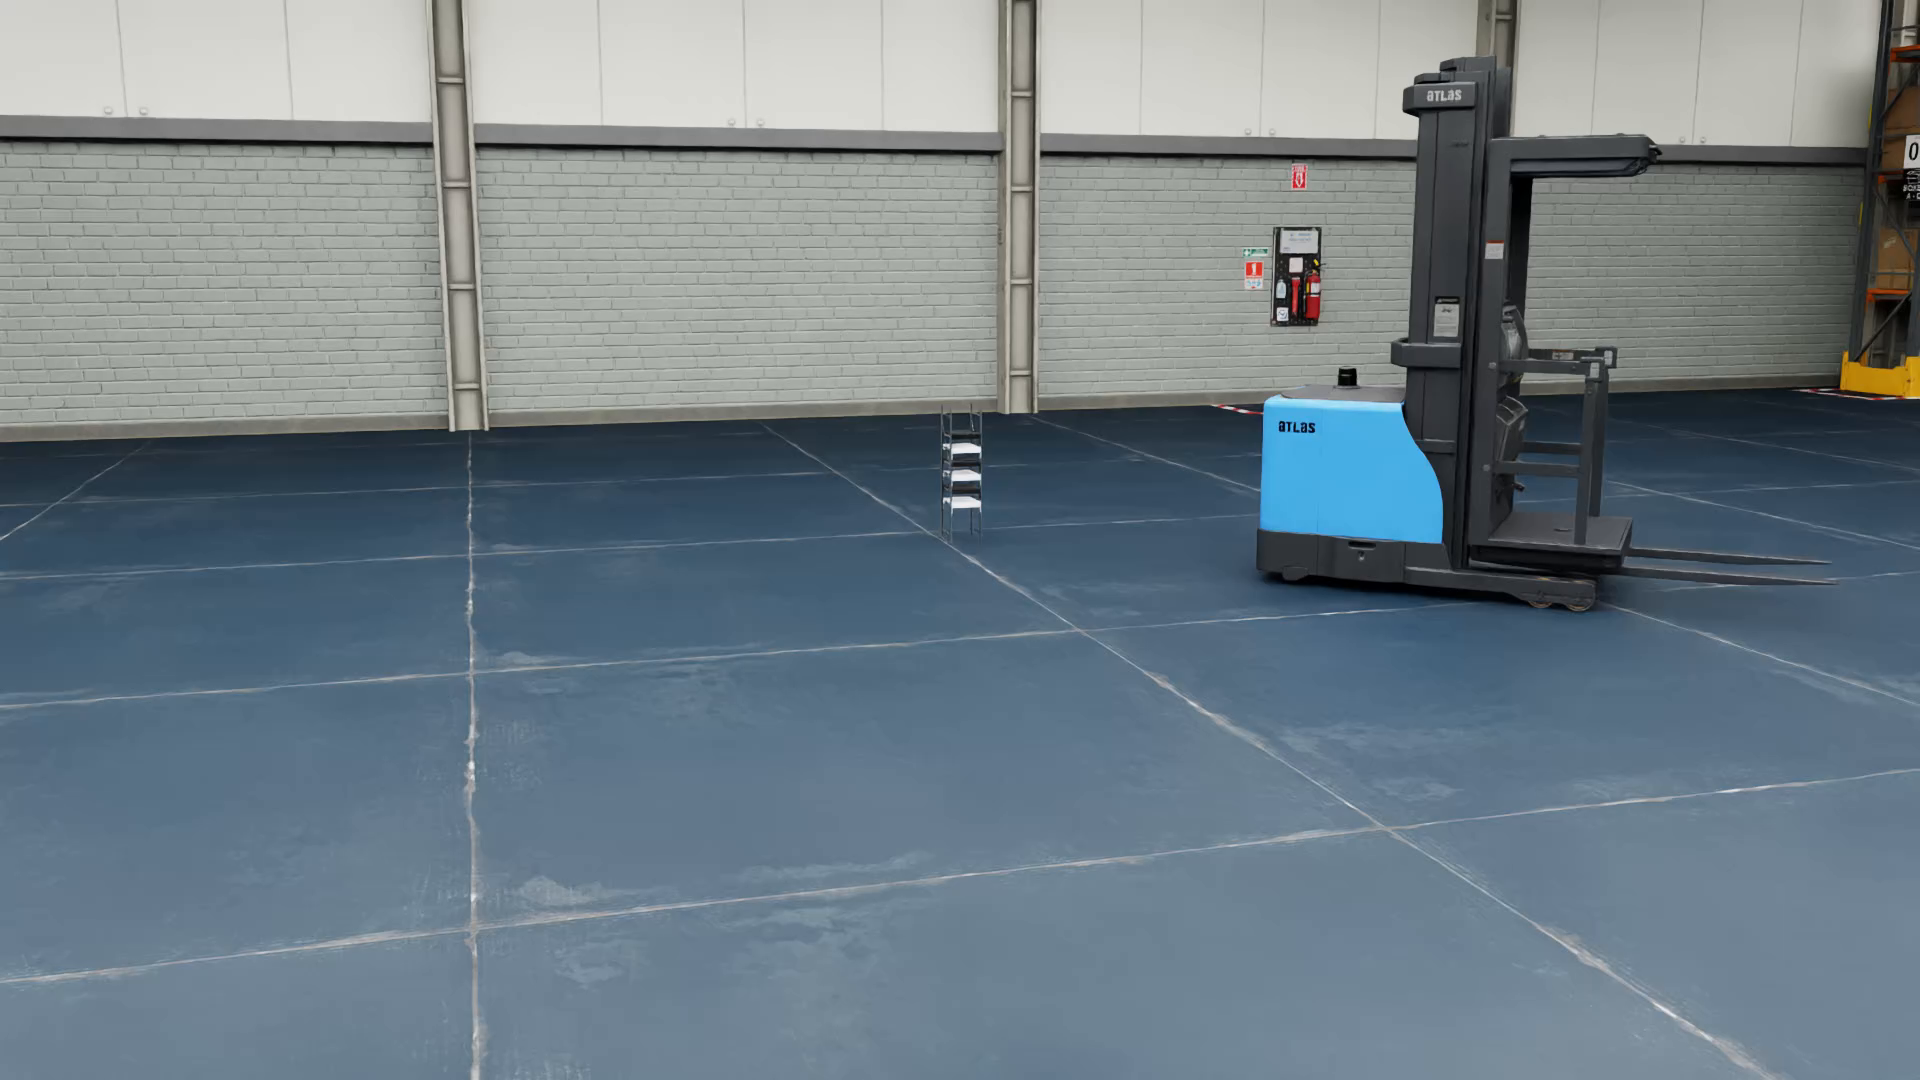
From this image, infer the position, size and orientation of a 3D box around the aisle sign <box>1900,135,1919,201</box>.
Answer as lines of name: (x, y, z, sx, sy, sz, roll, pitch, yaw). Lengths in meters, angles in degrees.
aisle sign: (11.760, -4.576, 20.440, 0.004, 0.787, 0.394, -3, 11, -16)

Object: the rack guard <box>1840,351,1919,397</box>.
rack guard: (11.818, -2.128, 21.226, 0.348, 0.500, 1.175, -3, 11, -16)

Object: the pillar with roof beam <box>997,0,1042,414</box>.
pillar with roof beam: (1.857, -5.134, 14.081, 0.400, 9.000, 9.100, -3, 11, -16)

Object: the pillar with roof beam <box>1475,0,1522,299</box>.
pillar with roof beam: (7.618, -5.438, 15.730, 0.400, 9.000, 9.100, -3, 11, -16)

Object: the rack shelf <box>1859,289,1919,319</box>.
rack shelf: (13.665, -3.101, 21.594, 4.000, 0.370, 1.077, -3, 11, -16)

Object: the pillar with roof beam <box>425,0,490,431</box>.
pillar with roof beam: (-3.904, -4.831, 12.432, 0.400, 9.000, 9.100, -3, 11, -16)

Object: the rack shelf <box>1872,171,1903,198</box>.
rack shelf: (13.665, -4.576, 21.322, 4.000, 0.370, 1.077, -3, 11, -16)

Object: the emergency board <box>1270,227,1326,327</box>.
emergency board: (4.031, -3.117, 19.695, 0.643, 1.169, 0.194, -3, 11, -16)

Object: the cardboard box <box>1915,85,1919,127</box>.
cardboard box: (12.183, -5.357, 20.482, 0.500, 0.500, 0.500, -4, 11, -20)

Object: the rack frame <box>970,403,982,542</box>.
rack frame: (0.105, -0.448, 10.995, 0.006, 0.900, 0.240, -3, 11, -16)

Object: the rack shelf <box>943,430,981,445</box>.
rack shelf: (0.008, -0.676, 10.924, 0.200, 0.077, 0.258, -3, 11, -16)

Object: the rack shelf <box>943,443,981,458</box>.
rack shelf: (0.008, -0.587, 10.941, 0.200, 0.077, 0.258, -3, 11, -16)

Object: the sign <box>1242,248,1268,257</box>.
sign: (3.478, -3.384, 19.582, 0.331, 0.109, 0.001, -3, 11, -16)

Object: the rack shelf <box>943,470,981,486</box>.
rack shelf: (0.008, -0.410, 10.973, 0.200, 0.077, 0.258, -3, 11, -16)

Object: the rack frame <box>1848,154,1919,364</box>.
rack frame: (11.745, -3.354, 20.979, 0.127, 3.000, 1.000, -3, 11, -16)

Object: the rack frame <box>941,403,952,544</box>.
rack frame: (-0.090, -0.438, 10.939, 0.006, 0.900, 0.240, -3, 11, -16)

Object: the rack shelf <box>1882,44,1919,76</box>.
rack shelf: (13.665, -6.050, 21.051, 4.000, 0.370, 1.077, -3, 11, -16)

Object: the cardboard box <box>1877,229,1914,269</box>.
cardboard box: (12.138, -3.719, 21.253, 0.500, 0.500, 0.500, -3, 11, -17)

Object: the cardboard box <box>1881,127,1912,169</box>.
cardboard box: (12.075, -4.953, 21.050, 0.500, 0.500, 0.500, -2, 11, -12)

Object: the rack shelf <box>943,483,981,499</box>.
rack shelf: (0.008, -0.322, 10.990, 0.200, 0.077, 0.258, -3, 11, -16)

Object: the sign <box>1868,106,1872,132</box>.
sign: (11.609, -5.362, 21.156, 0.005, 0.325, 0.100, -3, 11, -16)

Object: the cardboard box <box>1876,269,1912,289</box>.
cardboard box: (12.140, -3.347, 21.302, 0.500, 0.250, 0.500, -3, 11, -15)

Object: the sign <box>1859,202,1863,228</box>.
sign: (11.609, -4.176, 21.375, 0.005, 0.325, 0.100, -3, 11, -16)

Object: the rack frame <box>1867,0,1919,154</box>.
rack frame: (11.745, -6.304, 20.435, 0.127, 3.000, 1.000, -3, 11, -16)

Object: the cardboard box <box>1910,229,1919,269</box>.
cardboard box: (12.287, -3.630, 20.770, 0.500, 0.500, 0.500, -3, 11, -16)

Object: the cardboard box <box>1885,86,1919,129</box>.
cardboard box: (12.086, -5.447, 20.971, 0.500, 0.500, 0.500, -3, 11, -13)

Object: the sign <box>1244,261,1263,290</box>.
sign: (3.471, -3.125, 19.637, 0.234, 0.329, 0.001, -3, 11, -16)

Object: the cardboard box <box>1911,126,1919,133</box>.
cardboard box: (12.136, -4.861, 20.552, 0.500, 0.500, 0.500, -3, 11, -14)

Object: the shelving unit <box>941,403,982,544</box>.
shelving unit: (0.008, -0.443, 10.967, 0.210, 0.900, 0.258, -3, 11, -16)

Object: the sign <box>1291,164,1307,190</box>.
sign: (3.996, -4.274, 19.577, 0.199, 0.298, 0.001, -3, 11, -16)

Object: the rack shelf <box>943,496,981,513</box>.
rack shelf: (0.008, -0.233, 11.006, 0.200, 0.077, 0.258, -3, 11, -16)

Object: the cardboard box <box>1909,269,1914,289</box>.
cardboard box: (12.302, -3.259, 20.825, 0.500, 0.250, 0.500, -3, 11, -18)

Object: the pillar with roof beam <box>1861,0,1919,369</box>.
pillar with roof beam: (13.379, -5.742, 17.380, 0.400, 9.000, 9.100, -3, 11, -16)

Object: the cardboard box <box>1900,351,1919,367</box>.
cardboard box: (12.435, -2.267, 21.287, 0.500, 0.311, 0.500, -4, 11, -22)

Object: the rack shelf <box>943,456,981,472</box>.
rack shelf: (0.008, -0.499, 10.957, 0.200, 0.077, 0.258, -3, 11, -16)

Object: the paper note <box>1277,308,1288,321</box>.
paper note: (3.842, -2.687, 19.792, 0.142, 0.148, 0.016, -3, 11, -16)

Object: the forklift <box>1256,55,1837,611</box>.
forklift: (3.296, -1.166, 9.284, 3.031, 2.935, 1.130, 5, 11, 24)
